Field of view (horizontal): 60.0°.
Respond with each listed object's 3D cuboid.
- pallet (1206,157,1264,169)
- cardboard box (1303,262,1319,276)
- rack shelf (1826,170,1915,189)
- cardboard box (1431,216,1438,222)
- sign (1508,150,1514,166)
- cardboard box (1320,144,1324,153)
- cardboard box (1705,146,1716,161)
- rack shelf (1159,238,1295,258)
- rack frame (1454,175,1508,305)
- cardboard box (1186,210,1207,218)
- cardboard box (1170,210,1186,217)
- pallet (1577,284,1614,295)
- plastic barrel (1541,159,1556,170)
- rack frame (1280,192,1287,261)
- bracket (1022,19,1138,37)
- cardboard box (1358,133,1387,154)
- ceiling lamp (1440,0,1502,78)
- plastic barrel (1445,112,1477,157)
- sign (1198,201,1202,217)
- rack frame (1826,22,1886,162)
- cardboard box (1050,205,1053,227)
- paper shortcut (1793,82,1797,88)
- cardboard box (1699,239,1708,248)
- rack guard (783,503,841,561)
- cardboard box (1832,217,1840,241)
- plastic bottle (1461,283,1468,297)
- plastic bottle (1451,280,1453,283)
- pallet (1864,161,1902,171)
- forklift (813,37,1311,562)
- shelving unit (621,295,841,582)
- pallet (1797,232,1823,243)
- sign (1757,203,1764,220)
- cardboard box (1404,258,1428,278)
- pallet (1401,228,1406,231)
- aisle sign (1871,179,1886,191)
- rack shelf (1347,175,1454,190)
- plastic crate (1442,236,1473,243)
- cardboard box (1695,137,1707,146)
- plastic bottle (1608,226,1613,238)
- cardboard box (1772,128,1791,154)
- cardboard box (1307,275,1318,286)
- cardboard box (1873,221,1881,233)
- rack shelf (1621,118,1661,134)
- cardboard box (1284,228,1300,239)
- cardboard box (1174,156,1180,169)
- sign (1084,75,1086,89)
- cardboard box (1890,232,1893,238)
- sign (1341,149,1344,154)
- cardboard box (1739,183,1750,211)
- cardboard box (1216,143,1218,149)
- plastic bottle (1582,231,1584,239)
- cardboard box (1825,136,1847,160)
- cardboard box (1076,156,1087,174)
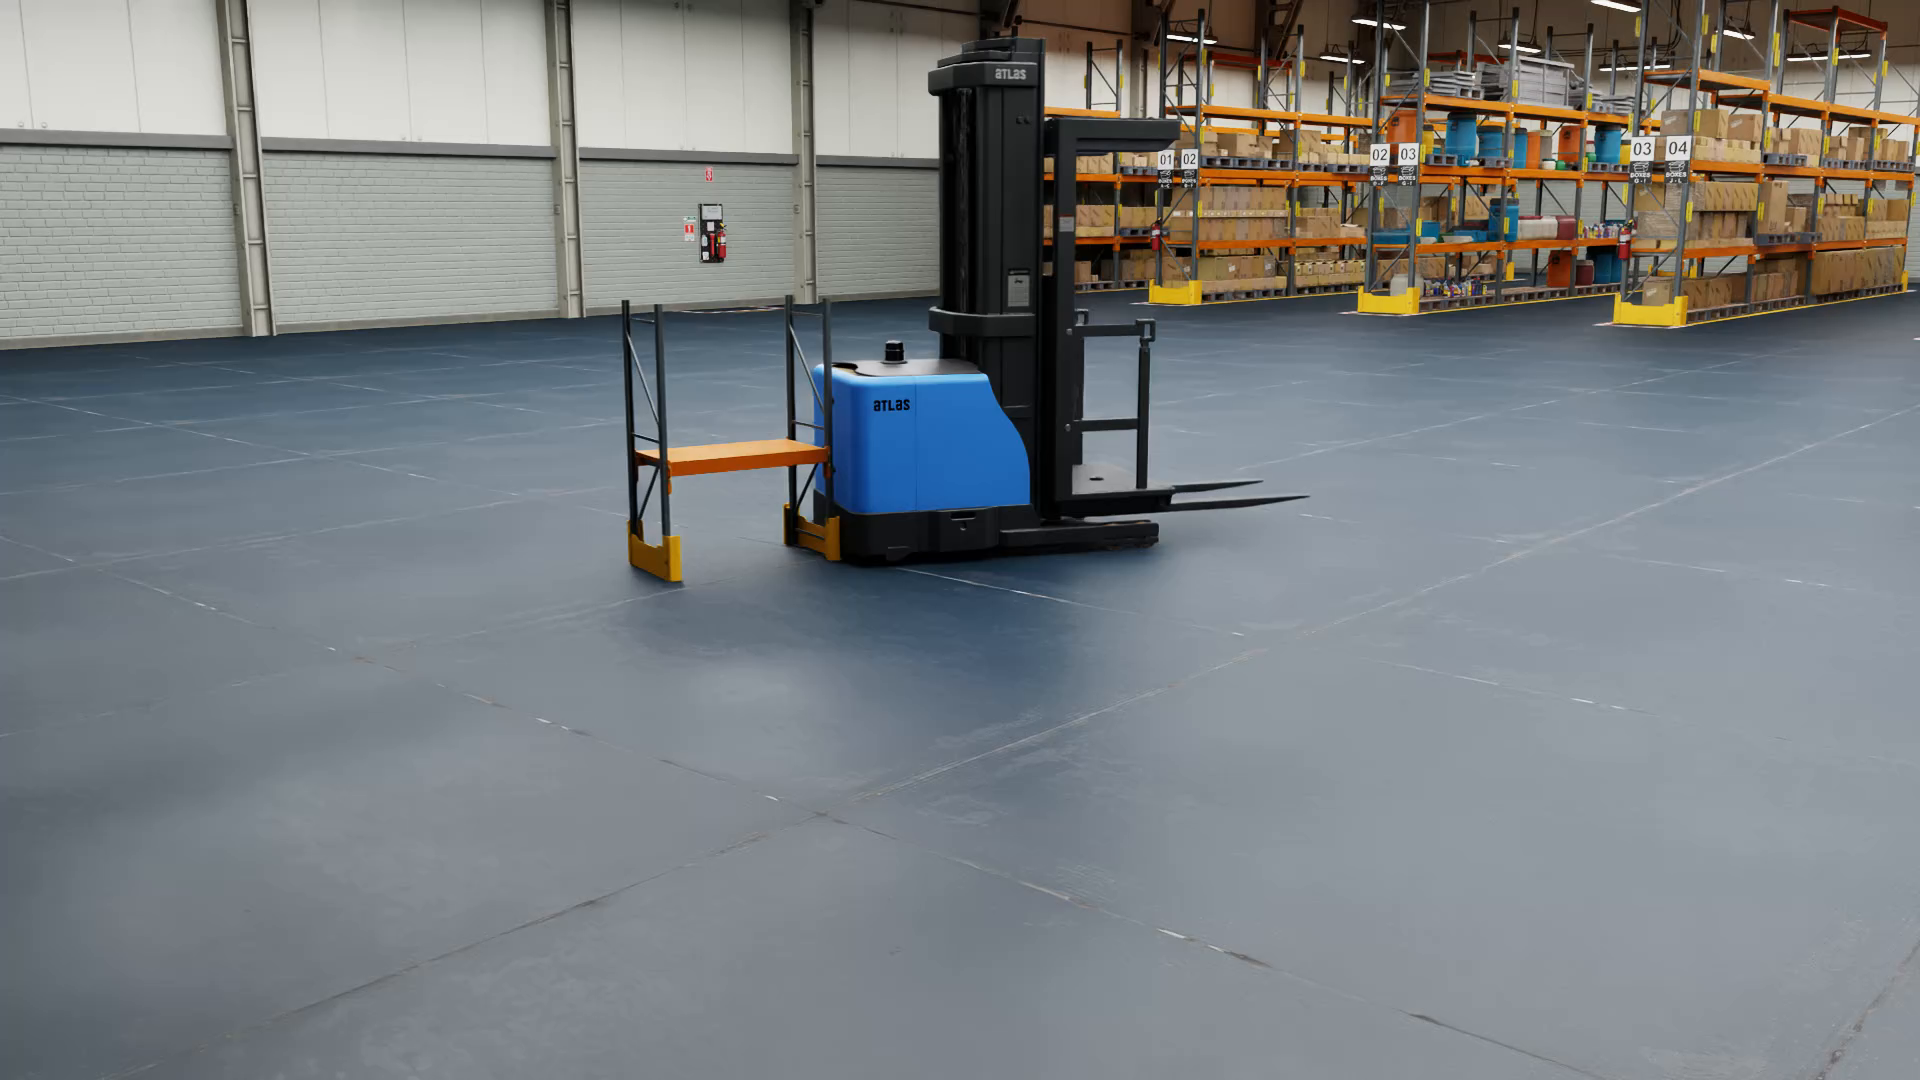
[{"bbox_3d":[5.900,-8.242,36.385,1.003,0.211,1.213,10,15,40],"label":"pallet"},{"bbox_3d":[8.043,-6.356,38.891,0.500,0.311,0.500,10,15,40],"label":"cardboard box"},{"bbox_3d":[21.289,-8.430,38.937,1.077,0.370,4.000,10,15,40],"label":"rack shelf"},{"bbox_3d":[12.667,-8.454,44.627,0.500,0.500,0.500,10,15,41],"label":"cardboard box"},{"bbox_3d":[11.373,-7.883,34.341,0.100,0.325,0.005,10,15,40],"label":"sign"},{"bbox_3d":[10.144,-11.177,47.996,0.500,0.500,0.500,10,15,41],"label":"cardboard box"},{"bbox_3d":[12.895,-6.763,29.140,0.500,0.250,0.500,9,15,39],"label":"cardboard box"},{"bbox_3d":[5.929,-6.475,36.806,1.077,0.370,4.000,10,15,40],"label":"rack shelf"},{"bbox_3d":[10.967,-6.481,35.000,1.000,3.000,0.127,10,15,40],"label":"rack frame"},{"bbox_3d":[5.029,-6.930,35.339,0.380,0.149,0.250,10,15,40],"label":"cardboard box"},{"bbox_3d":[4.718,-6.981,35.594,0.380,0.149,0.250,9,15,39],"label":"cardboard box"},{"bbox_3d":[14.902,-6.002,39.722,1.003,0.211,1.213,10,15,40],"label":"pallet"},{"bbox_3d":[12.944,-8.255,36.578,0.301,0.262,0.301,0,11,0],"label":"plastic barrel"},{"bbox_3d":[8.806,-8.939,47.306,1.000,3.000,0.127,10,15,40],"label":"rack frame"},{"bbox_3d":[2.939,-12.489,40.576,0.076,0.066,4.783,10,15,40],"label":"bracket"},{"bbox_3d":[10.182,-9.784,41.071,0.500,0.500,0.500,10,15,40],"label":"cardboard box"},{"bbox_3d":[15.116,-15.400,49.436,2.000,3.185,0.800,10,15,40],"label":"ceiling lamp"},{"bbox_3d":[10.230,-8.271,33.952,0.600,0.901,0.708,10,15,40],"label":"plastic barrel"},{"bbox_3d":[5.021,-6.924,34.807,0.100,0.325,0.005,10,15,40],"label":"sign"},{"bbox_3d":[19.969,-9.959,37.099,1.000,3.000,0.127,10,15,40],"label":"rack frame"},{"bbox_3d":[2.105,-7.655,39.297,0.500,0.500,0.500,9,14,39],"label":"cardboard box"},{"bbox_3d":[17.805,-9.701,35.452,0.009,0.170,0.078,23,-8,37],"label":"paper shortcut"},{"bbox_3d":[13.090,-5.284,29.651,0.380,0.149,0.250,10,15,40],"label":"cardboard box"},{"bbox_3d":[-0.880,-0.053,9.837,0.087,0.250,0.587,-7,13,-33],"label":"rack guard"},{"bbox_3d":[18.528,-6.666,35.673,0.500,0.500,0.500,9,15,39],"label":"cardboard box"},{"bbox_3d":[10.308,-5.130,34.066,0.152,0.276,0.135,10,15,41],"label":"plastic bottle"},{"bbox_3d":[10.315,-5.309,34.948,0.061,0.283,0.133,10,15,40],"label":"plastic bottle"},{"bbox_3d":[21.322,-8.743,38.892,1.003,0.211,1.213,10,15,40],"label":"pallet"},{"bbox_3d":[0.672,-1.465,10.062,3.031,2.935,1.130,-4,12,-18],"label":"forklift"},{"bbox_3d":[-1.296,-0.612,9.447,1.083,1.500,0.587,-7,13,-33],"label":"shelving unit"},{"bbox_3d":[16.938,-6.216,34.165,1.213,0.211,1.003,10,15,40],"label":"pallet"},{"bbox_3d":[15.100,-6.196,31.364,0.100,0.325,0.005,10,15,40],"label":"sign"},{"bbox_3d":[11.755,-7.034,43.027,0.500,0.500,0.500,10,15,41],"label":"cardboard box"},{"bbox_3d":[11.170,-7.903,42.610,1.003,0.211,1.213,10,15,40],"label":"pallet"},{"bbox_3d":[22.431,-8.930,40.626,0.394,0.787,0.004,10,15,40],"label":"aisle sign"},{"bbox_3d":[11.210,-9.123,42.406,1.077,0.370,4.000,10,15,40],"label":"rack shelf"},{"bbox_3d":[10.086,-6.080,33.666,0.530,0.136,0.437,10,15,40],"label":"plastic crate"},{"bbox_3d":[12.647,-6.881,28.711,0.380,0.149,0.250,10,15,42],"label":"cardboard box"},{"bbox_3d":[15.415,-7.315,39.495,0.152,0.276,0.135,10,15,40],"label":"plastic bottle"},{"bbox_3d":[15.694,-7.763,32.426,0.797,0.503,0.637,11,15,43],"label":"cardboard box"},{"bbox_3d":[8.040,-6.082,38.950,0.500,0.250,0.500,10,15,42],"label":"cardboard box"},{"bbox_3d":[20.808,-7.197,38.212,0.500,0.250,0.500,10,15,40],"label":"cardboard box"},{"bbox_3d":[17.568,-10.345,41.888,1.077,0.370,4.000,10,15,40],"label":"rack shelf"},{"bbox_3d":[7.541,-7.126,38.615,0.500,0.250,0.500,11,16,44],"label":"cardboard box"},{"bbox_3d":[5.240,-9.703,43.159,0.637,0.503,0.797,-10,15,-40],"label":"cardboard box"},{"bbox_3d":[3.105,-11.310,41.074,0.100,0.325,0.005,10,15,40],"label":"sign"},{"bbox_3d":[21.777,-7.199,39.238,0.380,0.149,0.250,10,15,41],"label":"cardboard box"},{"bbox_3d":[9.483,-9.505,41.164,0.100,0.325,0.005,10,15,40],"label":"sign"},{"bbox_3d":[14.268,-6.350,30.778,0.500,0.500,0.500,10,15,40],"label":"cardboard box"},{"bbox_3d":[5.538,-8.520,36.351,0.500,0.311,0.500,-10,15,-41],"label":"cardboard box"},{"bbox_3d":[14.297,-7.022,38.215,0.097,0.201,0.097,0,11,0],"label":"plastic bottle"},{"bbox_3d":[18.661,-8.460,35.914,0.797,0.503,0.637,10,15,40],"label":"cardboard box"},{"bbox_3d":[2.697,-9.026,39.779,0.500,0.500,0.500,9,14,38],"label":"cardboard box"}]
